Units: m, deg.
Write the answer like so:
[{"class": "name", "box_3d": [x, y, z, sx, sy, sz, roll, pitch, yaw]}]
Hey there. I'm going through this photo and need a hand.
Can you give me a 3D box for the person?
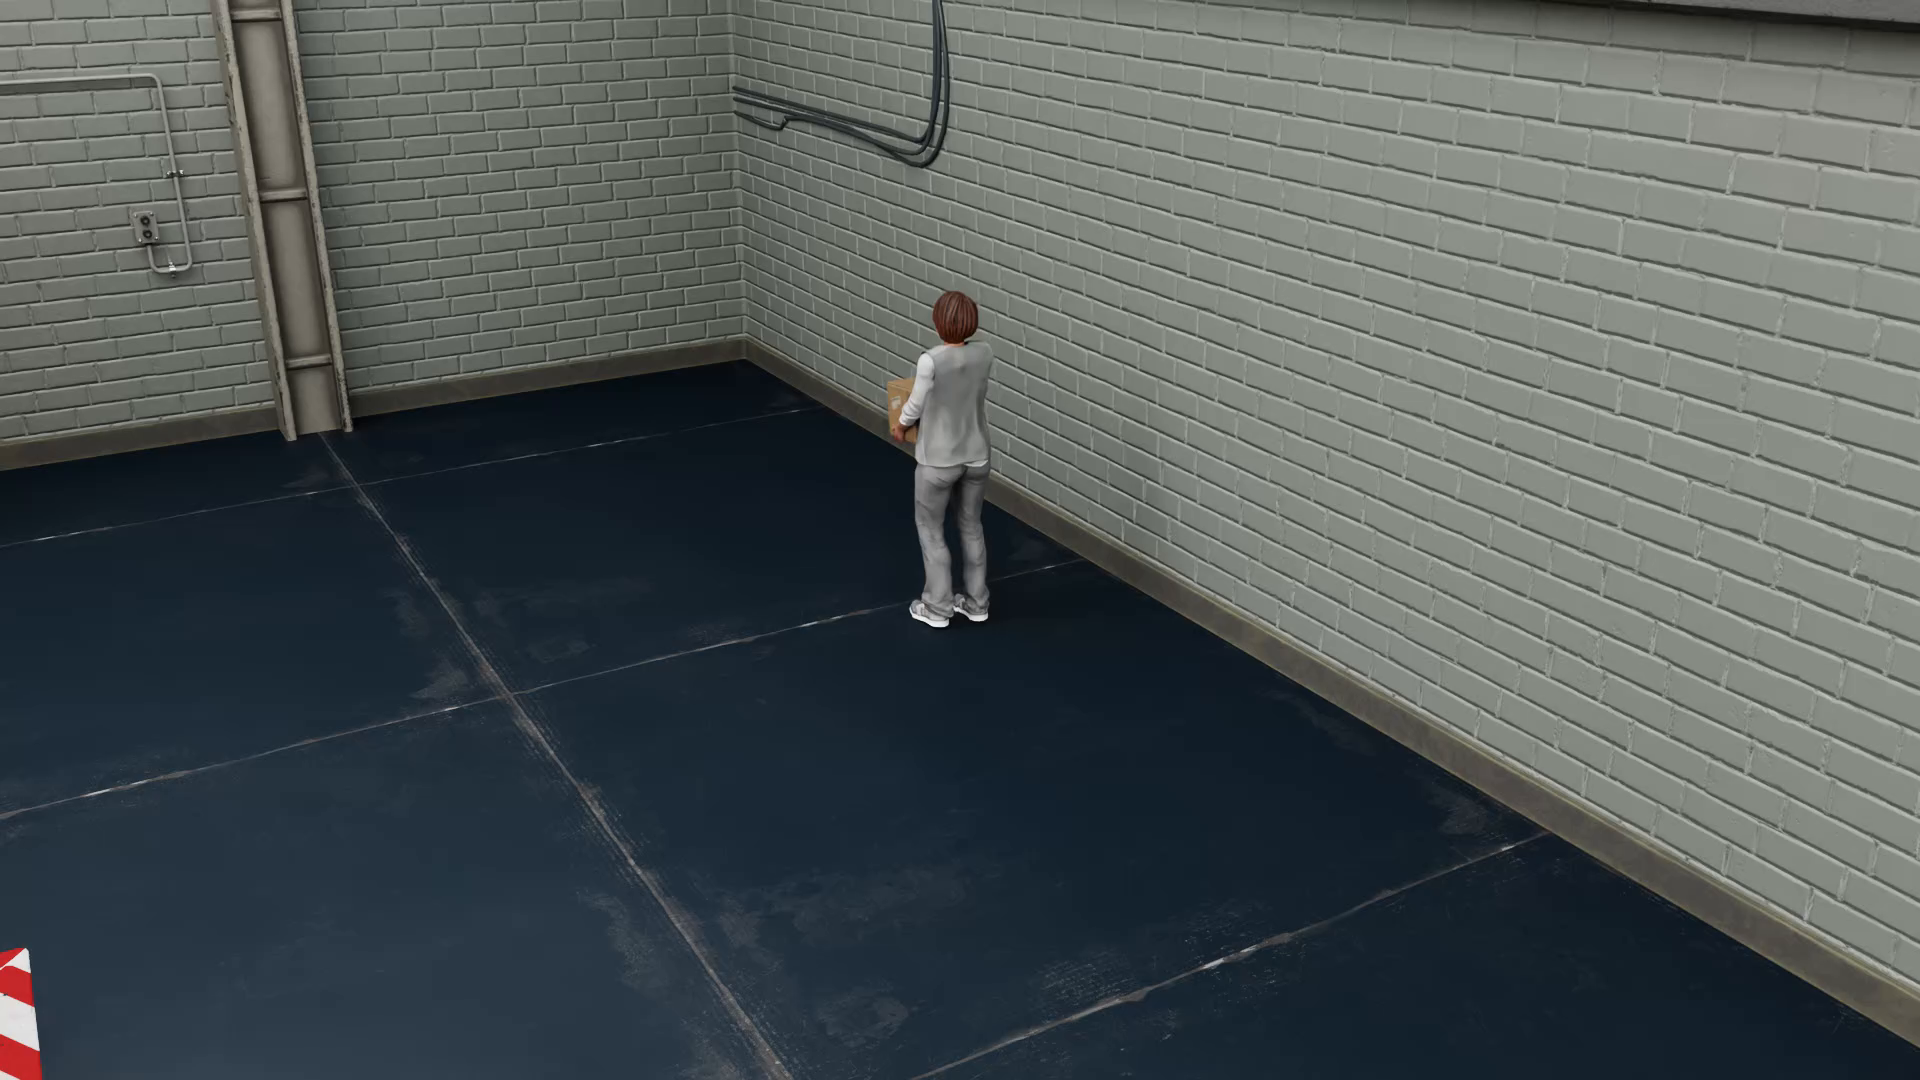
[{"class": "person", "box_3d": [-0.077, -0.382, 7.551, 0.405, 1.589, 0.500, -12, 25, -28]}]
